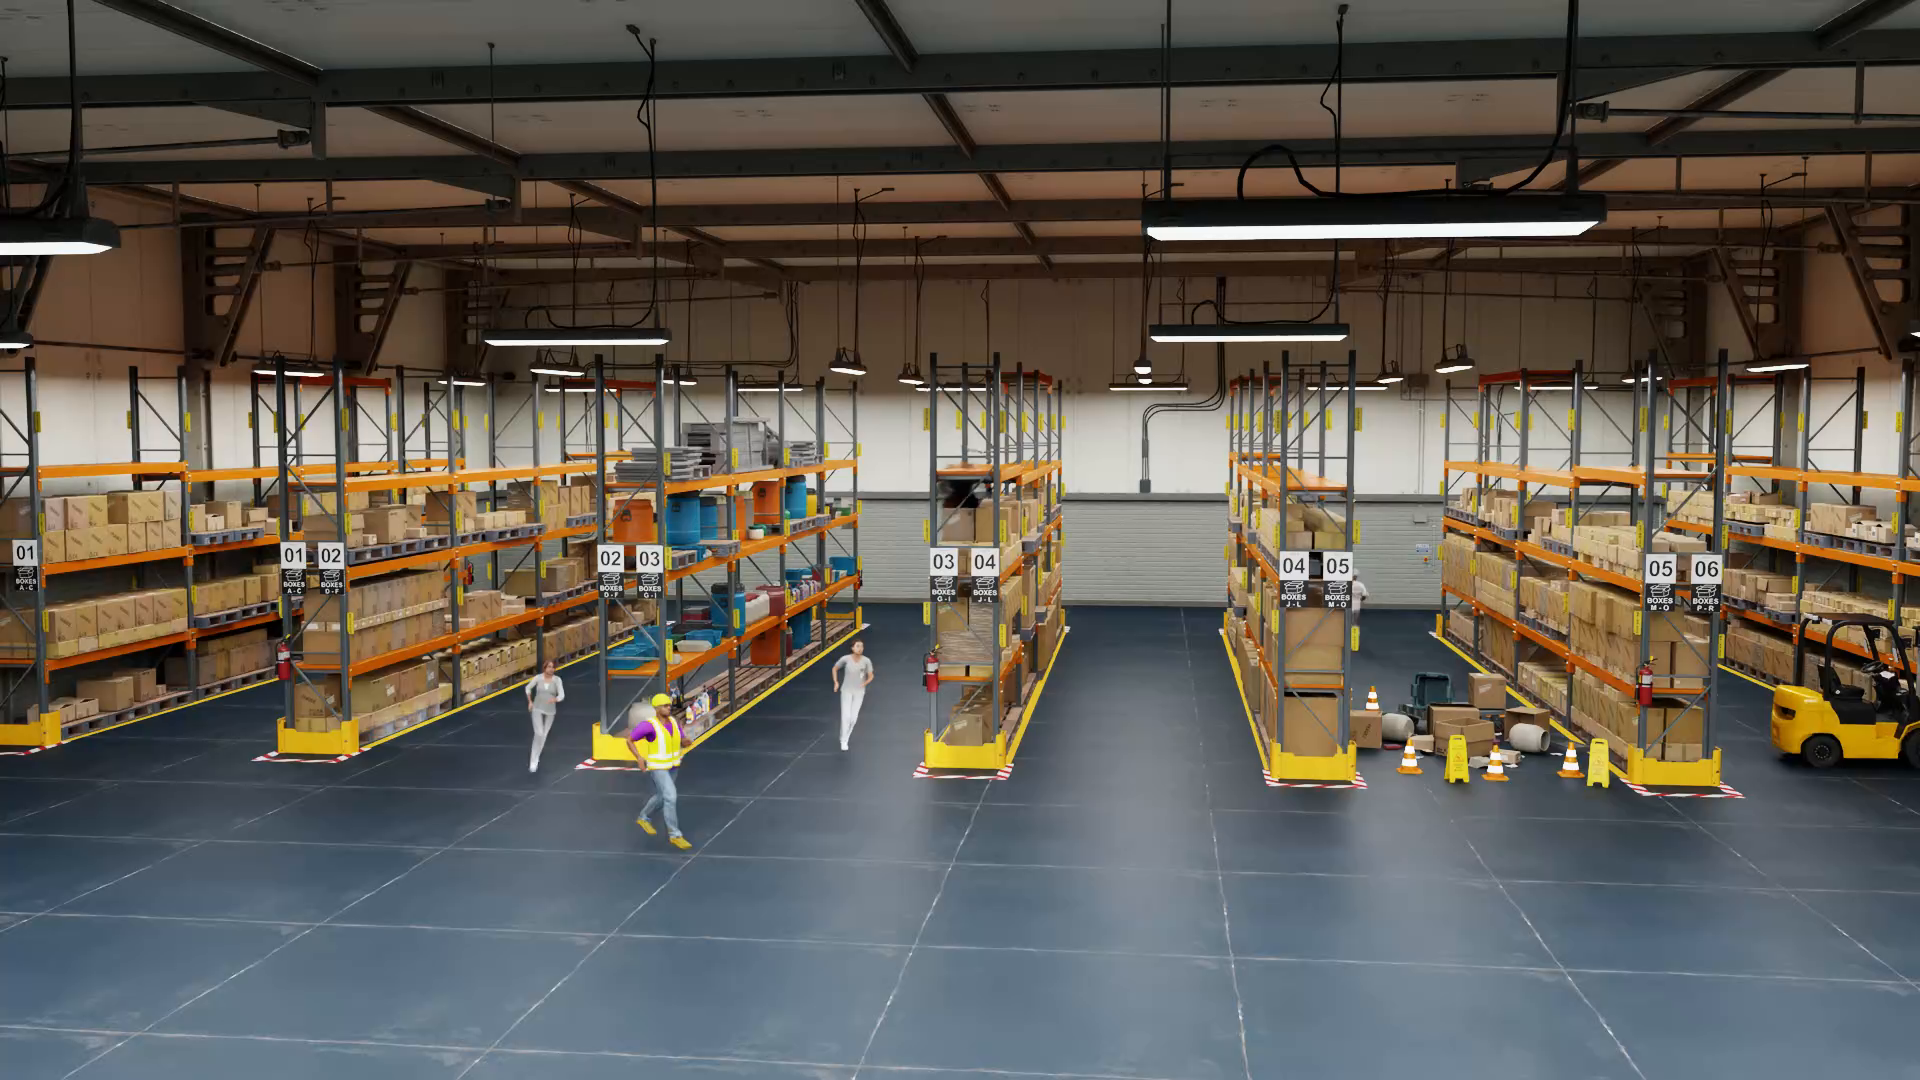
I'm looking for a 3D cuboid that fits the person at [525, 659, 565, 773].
[{"bbox_3d":[-5.998,2.527,24.020,0.537,1.607,0.641,-2,4,-25],"label":"person"}]

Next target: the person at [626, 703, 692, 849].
[{"bbox_3d":[-3.506,2.722,19.672,0.944,1.741,0.693,2,5,30],"label":"person"}]

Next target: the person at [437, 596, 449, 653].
[{"bbox_3d":[-10.493,1.791,33.488,0.640,1.800,0.795,1,4,8],"label":"person"}]

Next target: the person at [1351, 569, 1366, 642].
[{"bbox_3d":[8.692,1.463,37.040,0.672,1.660,0.591,0,4,-5],"label":"person"}]

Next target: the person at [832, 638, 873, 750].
[{"bbox_3d":[-1.569,2.247,24.454,0.600,1.624,0.817,-1,4,-11],"label":"person"}]
